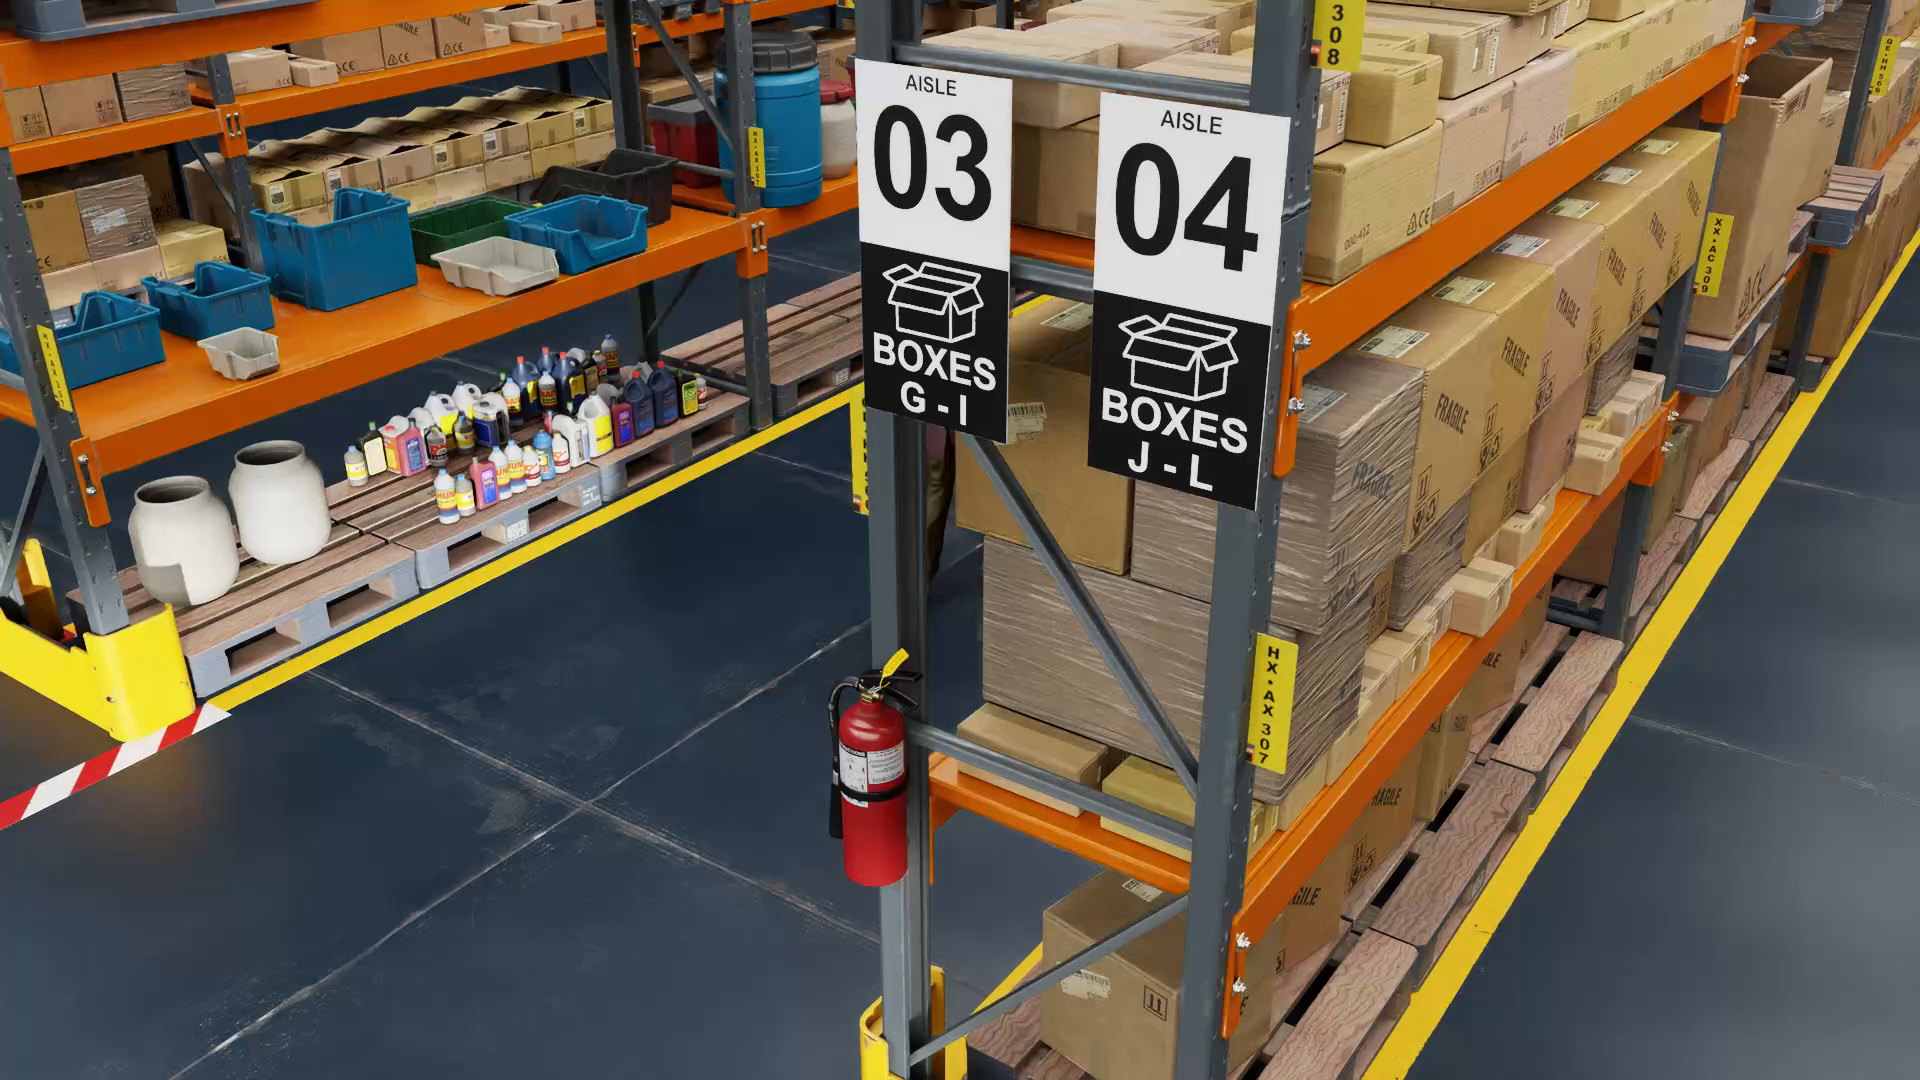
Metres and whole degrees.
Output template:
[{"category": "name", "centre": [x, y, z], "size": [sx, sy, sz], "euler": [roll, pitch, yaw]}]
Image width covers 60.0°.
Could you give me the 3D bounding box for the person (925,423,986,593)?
[{"category": "person", "centre": [0.047, -0.619, 7.850], "size": [0.623, 1.767, 0.816], "euler": [17, 31, 31]}]
